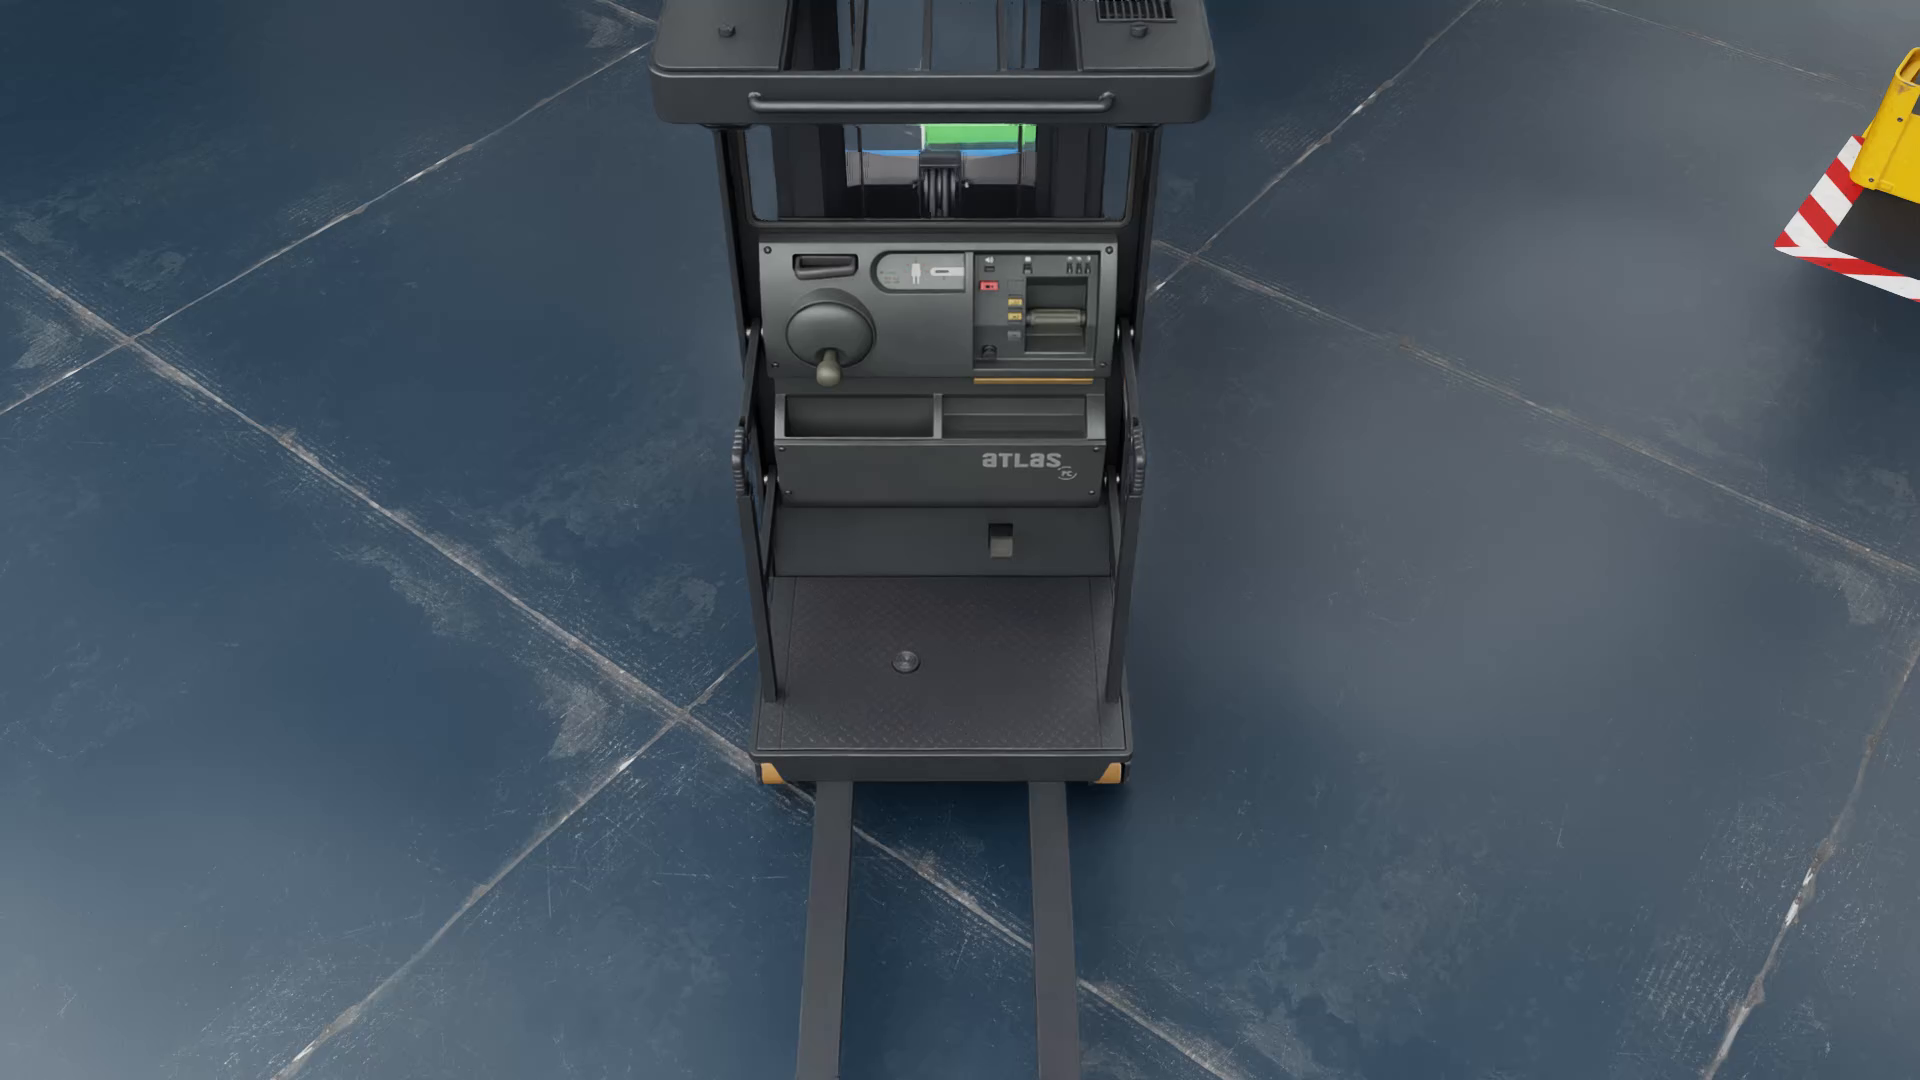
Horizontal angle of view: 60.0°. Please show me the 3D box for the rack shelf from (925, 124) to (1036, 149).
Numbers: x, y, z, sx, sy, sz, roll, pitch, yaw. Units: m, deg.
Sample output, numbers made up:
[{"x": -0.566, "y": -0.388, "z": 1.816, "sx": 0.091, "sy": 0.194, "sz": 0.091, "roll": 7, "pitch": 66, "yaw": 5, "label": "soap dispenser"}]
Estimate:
[{"x": 0.120, "y": -1.430, "z": 5.704, "sx": 0.480, "sy": 0.148, "sz": 0.258, "roll": -1, "pitch": 44, "yaw": -1, "label": "rack shelf"}]

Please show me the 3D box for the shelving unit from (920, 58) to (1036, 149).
[{"x": 0.120, "y": -1.131, "z": 5.994, "sx": 0.503, "sy": 1.200, "sz": 0.258, "roll": -1, "pitch": 44, "yaw": -1, "label": "shelving unit"}]

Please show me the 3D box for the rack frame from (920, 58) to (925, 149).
[{"x": -0.124, "y": -1.126, "z": 5.989, "sx": 0.015, "sy": 1.200, "sz": 0.240, "roll": -1, "pitch": 44, "yaw": -1, "label": "rack frame"}]

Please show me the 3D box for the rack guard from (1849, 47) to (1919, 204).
[{"x": 4.427, "y": -1.582, "z": 6.916, "sx": 1.175, "sy": 0.500, "sz": 0.348, "roll": 29, "pitch": 53, "yaw": 25, "label": "rack guard"}]

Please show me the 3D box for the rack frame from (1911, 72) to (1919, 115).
[{"x": 4.380, "y": -2.402, "z": 5.970, "sx": 1.000, "sy": 3.000, "sz": 0.127, "roll": 29, "pitch": 53, "yaw": 25, "label": "rack frame"}]

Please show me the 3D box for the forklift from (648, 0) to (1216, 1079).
[{"x": -0.053, "y": -0.504, "z": 4.205, "sx": 1.130, "sy": 2.935, "sz": 3.031, "roll": 0, "pitch": 46, "yaw": 0, "label": "forklift"}]
